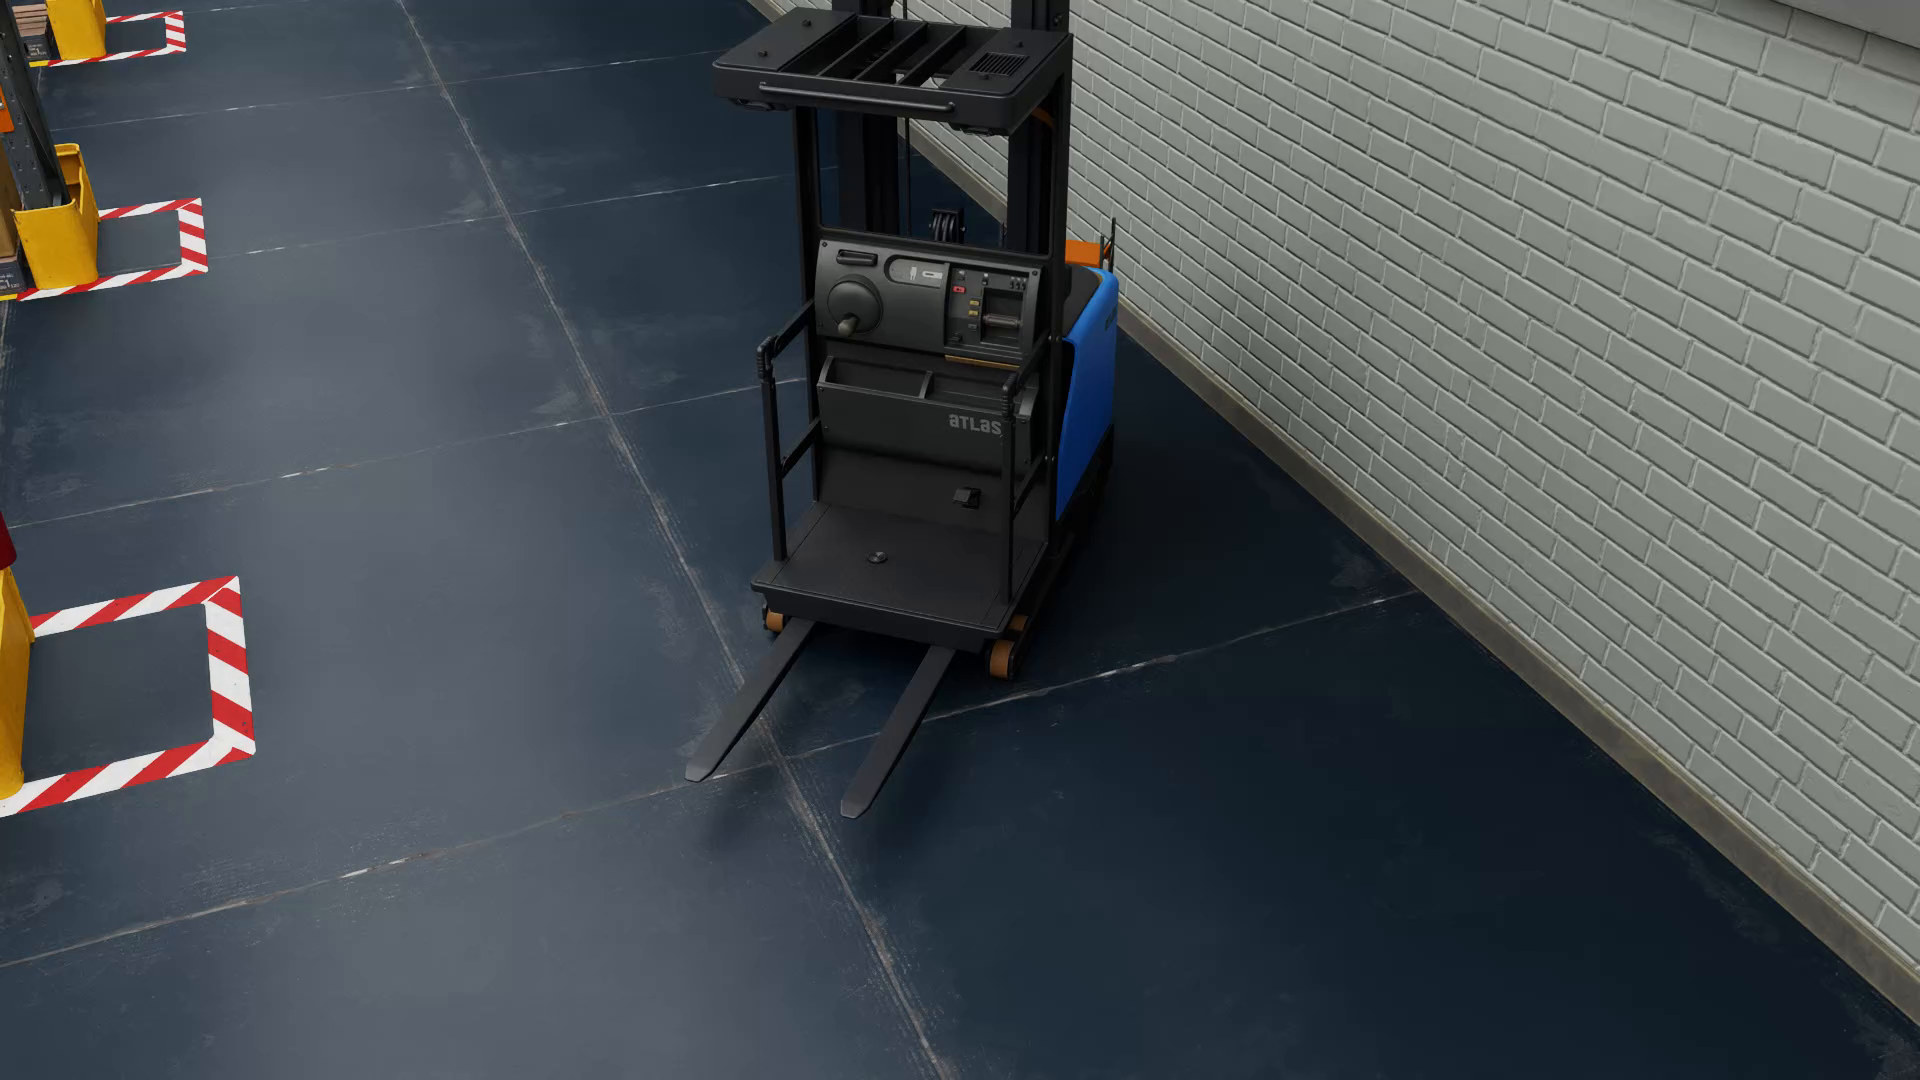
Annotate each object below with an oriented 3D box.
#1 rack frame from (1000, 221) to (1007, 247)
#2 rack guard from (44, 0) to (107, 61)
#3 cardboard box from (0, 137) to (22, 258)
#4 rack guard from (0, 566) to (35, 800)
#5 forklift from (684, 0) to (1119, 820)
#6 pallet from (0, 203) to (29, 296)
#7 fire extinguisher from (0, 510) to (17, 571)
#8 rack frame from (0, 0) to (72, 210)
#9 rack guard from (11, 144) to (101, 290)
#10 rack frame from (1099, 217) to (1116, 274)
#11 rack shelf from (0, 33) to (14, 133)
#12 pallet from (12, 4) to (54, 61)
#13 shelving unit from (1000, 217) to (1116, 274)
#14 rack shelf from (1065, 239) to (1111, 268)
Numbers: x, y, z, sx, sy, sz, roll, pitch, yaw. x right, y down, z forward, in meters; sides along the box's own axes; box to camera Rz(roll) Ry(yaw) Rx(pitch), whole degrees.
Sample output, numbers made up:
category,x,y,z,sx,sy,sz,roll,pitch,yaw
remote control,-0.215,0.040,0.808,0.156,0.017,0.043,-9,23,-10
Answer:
category,x,y,z,sx,sy,sz,roll,pitch,yaw
rack frame,0.234,-1.055,8.271,0.015,1.200,0.240,10,34,15
rack guard,-7.579,-4.540,14.268,0.348,0.500,1.175,-13,35,-19
cardboard box,-6.238,-2.195,9.936,0.875,0.875,0.875,-13,35,-19
rack guard,-3.922,0.494,6.532,0.348,0.500,1.175,-13,35,-19
forklift,-0.200,-0.903,6.451,1.130,2.935,3.031,10,34,15
pallet,-6.386,-1.708,10.182,1.213,0.211,1.003,-13,35,-19
fire extinguisher,-3.441,-0.202,5.723,0.183,0.674,0.296,-13,35,-19
rack frame,-5.679,-3.085,9.741,0.127,3.000,1.000,-13,35,-19
rack guard,-5.657,-2.042,10.431,0.348,0.500,1.175,-13,35,-19
rack frame,0.697,-0.970,8.140,0.015,1.200,0.240,10,34,15
rack shelf,-7.523,-2.361,9.288,4.000,0.370,1.077,-13,35,-19
pallet,-8.372,-4.252,14.092,1.213,0.211,1.003,-13,35,-19
shelving unit,0.466,-1.012,8.206,0.503,1.200,0.258,10,34,15
rack shelf,0.466,-1.342,7.991,0.480,0.148,0.258,10,34,15
